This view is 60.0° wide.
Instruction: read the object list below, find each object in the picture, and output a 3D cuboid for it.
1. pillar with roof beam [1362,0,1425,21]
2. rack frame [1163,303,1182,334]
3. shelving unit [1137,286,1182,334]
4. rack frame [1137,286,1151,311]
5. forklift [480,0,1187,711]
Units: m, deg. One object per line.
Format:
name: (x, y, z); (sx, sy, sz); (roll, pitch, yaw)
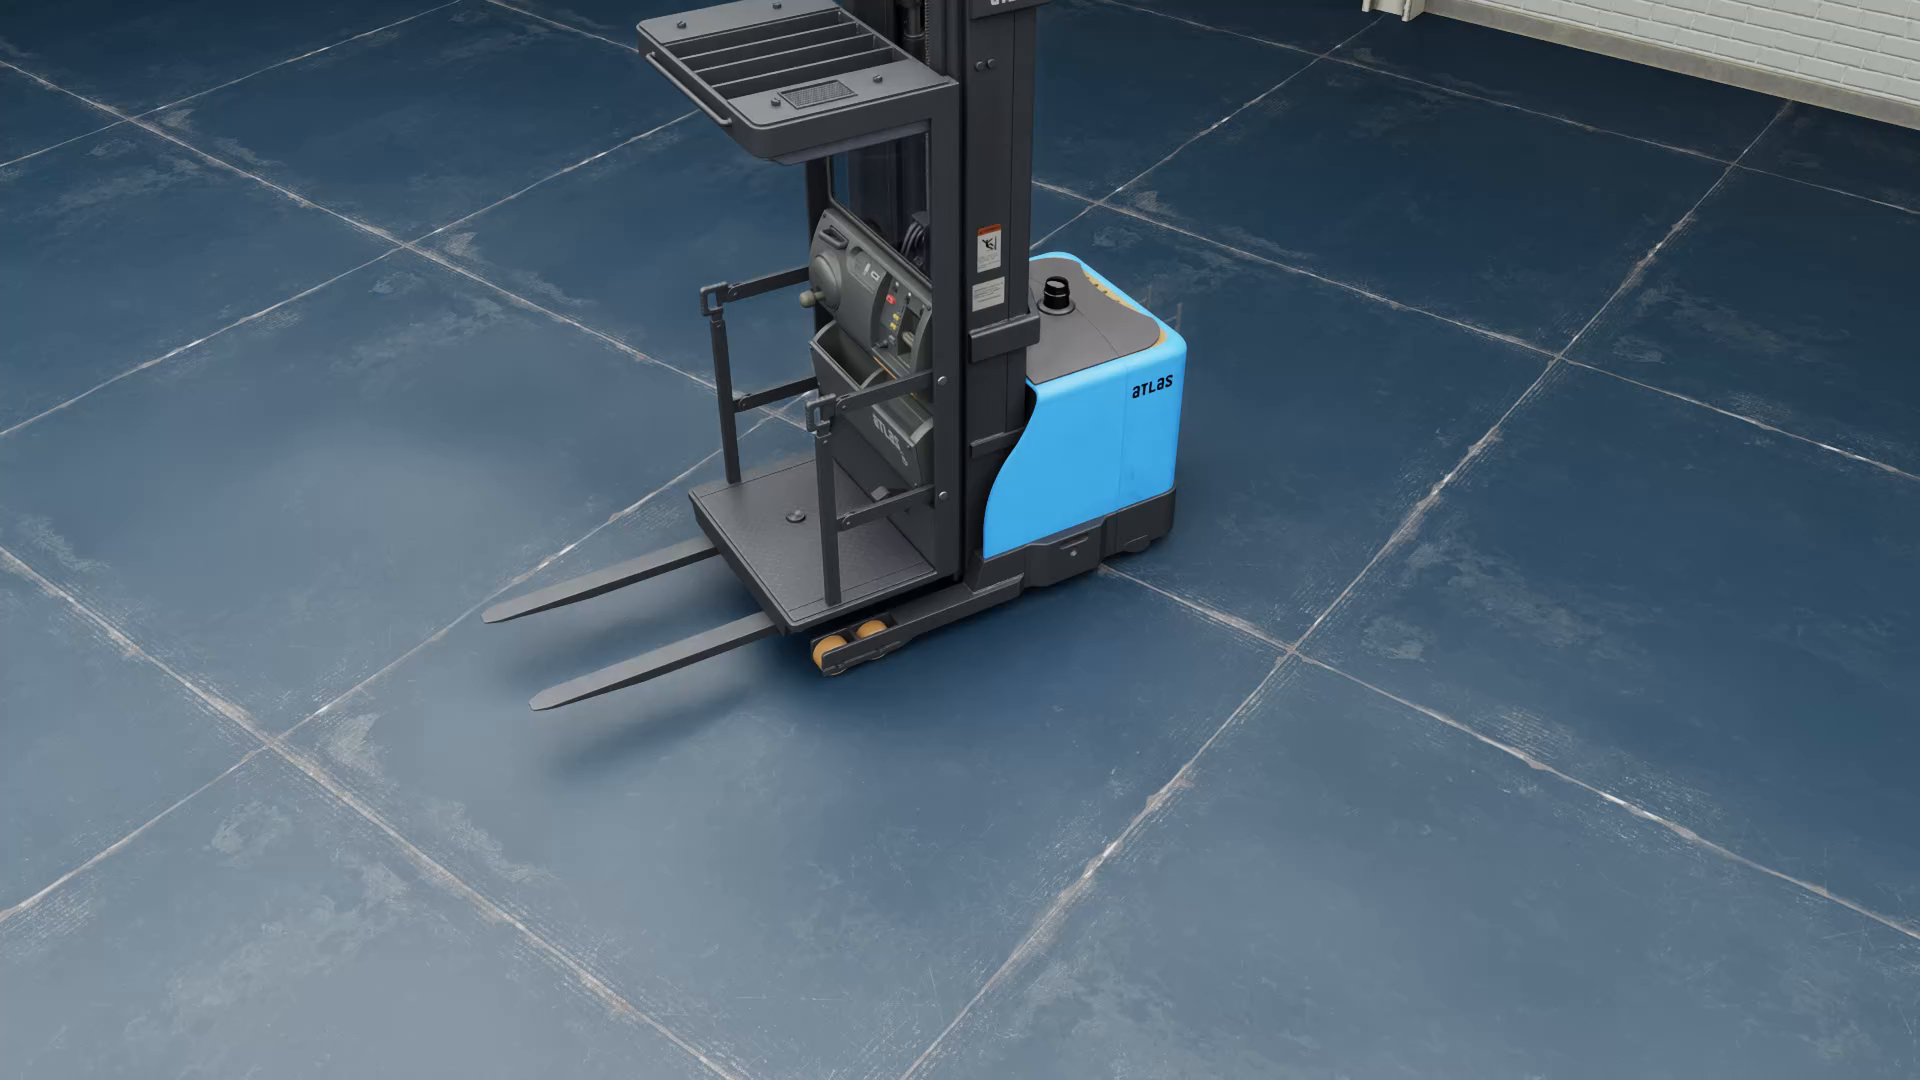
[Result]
pillar with roof beam: (0.790, -5.600, 7.603); (0.400, 9.000, 9.100); (25, 45, 29)
rack frame: (0.931, -0.694, 7.907); (0.240, 0.900, 0.006); (-26, 45, -30)
shelving unit: (0.867, -0.743, 7.969); (0.258, 0.900, 0.210); (-26, 45, -30)
rack frame: (0.803, -0.792, 8.032); (0.240, 0.900, 0.006); (-26, 45, -30)
forklift: (-0.543, -0.958, 6.596); (3.031, 2.935, 1.130); (-20, 42, -23)
